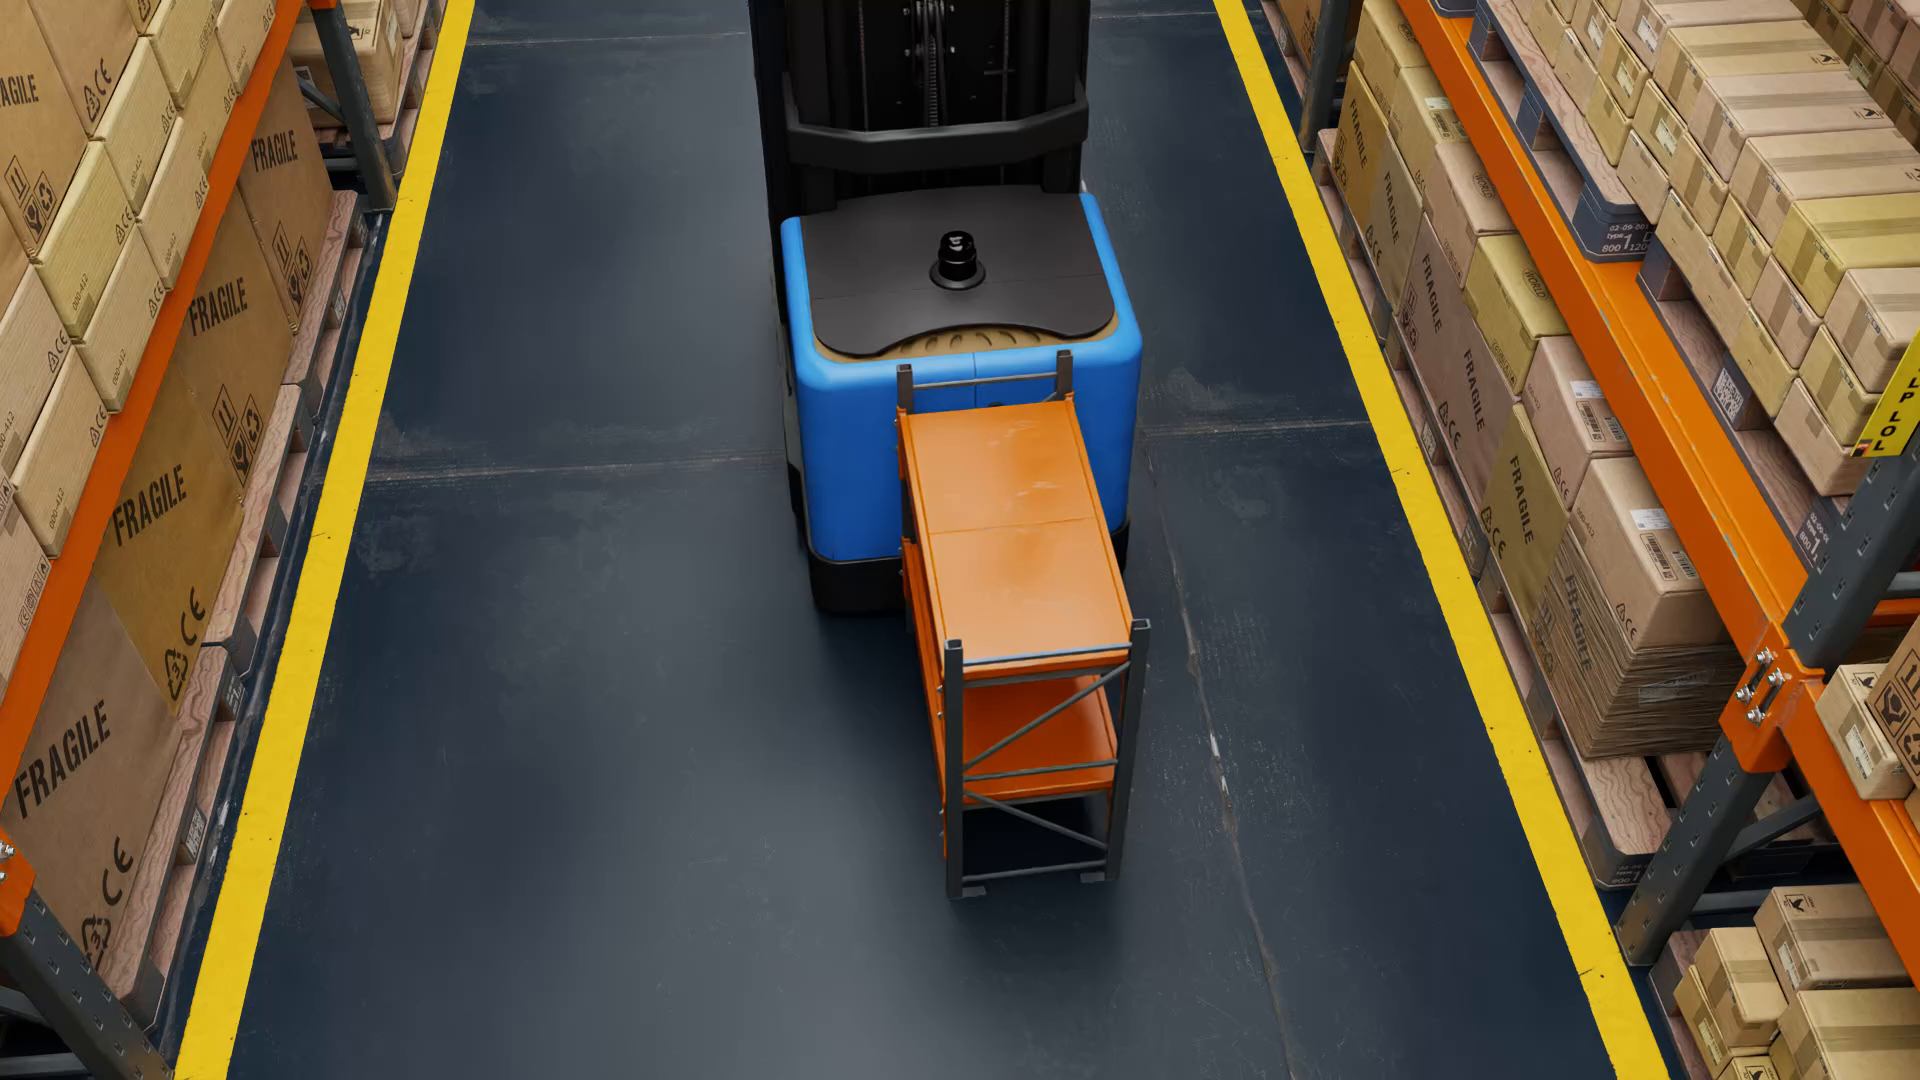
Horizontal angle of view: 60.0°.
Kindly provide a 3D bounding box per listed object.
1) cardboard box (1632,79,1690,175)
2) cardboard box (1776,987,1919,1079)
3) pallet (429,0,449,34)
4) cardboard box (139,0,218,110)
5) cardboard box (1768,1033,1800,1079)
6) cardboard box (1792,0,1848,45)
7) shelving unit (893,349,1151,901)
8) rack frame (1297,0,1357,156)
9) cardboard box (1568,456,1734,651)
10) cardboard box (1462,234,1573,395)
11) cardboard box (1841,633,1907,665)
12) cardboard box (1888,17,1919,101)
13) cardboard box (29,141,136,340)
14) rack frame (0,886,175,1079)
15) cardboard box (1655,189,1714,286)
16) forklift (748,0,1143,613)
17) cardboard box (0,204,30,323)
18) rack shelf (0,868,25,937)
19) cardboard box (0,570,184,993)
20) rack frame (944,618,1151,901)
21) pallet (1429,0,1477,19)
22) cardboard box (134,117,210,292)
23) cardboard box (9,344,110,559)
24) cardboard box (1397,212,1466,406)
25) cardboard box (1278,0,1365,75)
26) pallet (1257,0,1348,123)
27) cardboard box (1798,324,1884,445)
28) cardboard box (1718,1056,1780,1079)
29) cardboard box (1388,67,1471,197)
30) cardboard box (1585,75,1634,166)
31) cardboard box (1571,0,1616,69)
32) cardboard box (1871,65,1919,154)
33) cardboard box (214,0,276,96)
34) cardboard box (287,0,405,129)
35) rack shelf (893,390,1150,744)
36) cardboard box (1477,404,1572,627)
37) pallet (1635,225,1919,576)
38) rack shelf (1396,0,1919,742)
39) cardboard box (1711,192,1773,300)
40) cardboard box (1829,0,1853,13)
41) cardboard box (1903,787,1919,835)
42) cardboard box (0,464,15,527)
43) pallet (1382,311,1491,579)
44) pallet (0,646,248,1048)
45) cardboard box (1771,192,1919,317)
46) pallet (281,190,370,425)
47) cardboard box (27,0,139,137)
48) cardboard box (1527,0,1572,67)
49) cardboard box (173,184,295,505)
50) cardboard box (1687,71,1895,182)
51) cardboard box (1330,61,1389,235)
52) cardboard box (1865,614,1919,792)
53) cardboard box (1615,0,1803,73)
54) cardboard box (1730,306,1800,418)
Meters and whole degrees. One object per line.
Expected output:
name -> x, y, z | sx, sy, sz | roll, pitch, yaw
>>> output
cardboard box -> 2.031, -1.108, 4.413 | 0.380, 0.149, 0.250 | -6, 47, -5
cardboard box -> 2.137, 1.180, 3.831 | 0.380, 0.149, 0.250 | -1, 47, -1
pallet -> -3.072, -2.923, 8.373 | 1.003, 0.211, 1.213 | -3, 47, -3
cardboard box -> -2.505, -1.481, 4.846 | 0.500, 0.250, 0.500 | -5, 47, -4
cardboard box -> 2.172, 1.277, 3.944 | 0.380, 0.149, 0.250 | -3, 47, -3
cardboard box -> 2.643, -1.521, 4.803 | 0.380, 0.149, 0.250 | -4, 47, -4
shelving unit -> 0.141, 0.246, 4.742 | 0.538, 1.125, 1.048 | -6, 47, -5
rack frame -> 2.015, -2.810, 6.345 | 1.000, 3.000, 0.127 | -3, 47, -3
cardboard box -> 2.036, 0.018, 4.583 | 0.500, 0.250, 0.500 | -5, 47, -4
cardboard box -> 1.948, -0.736, 5.297 | 0.500, 0.250, 0.500 | -5, 47, -5
cardboard box -> 2.553, 0.248, 4.881 | 0.500, 0.500, 0.500 | -2, 47, -2
cardboard box -> 2.687, -1.244, 4.337 | 0.380, 0.149, 0.250 | -4, 47, -4
cardboard box -> -2.417, -0.740, 4.144 | 0.500, 0.250, 0.500 | -3, 47, -3
rack frame -> -2.574, 0.458, 3.250 | 1.000, 3.000, 0.127 | -3, 47, -3
cardboard box -> 2.058, -0.799, 4.325 | 0.380, 0.149, 0.250 | -6, 47, -5
forklift -> -0.161, -1.850, 5.483 | 1.130, 2.935, 3.031 | -6, 47, -5
cardboard box -> -2.395, -0.622, 3.516 | 0.500, 0.500, 0.500 | -4, 47, -4
rack shelf -> -2.407, 2.152, 2.141 | 1.077, 0.370, 4.000 | -3, 47, -3
cardboard box -> -2.706, 0.601, 4.289 | 0.875, 0.875, 0.875 | -2, 47, -2
rack frame -> 0.211, 0.612, 4.396 | 0.500, 1.125, 0.032 | -6, 47, -5
pallet -> 2.181, -2.235, 5.933 | 1.213, 0.211, 1.003 | -3, 47, -3
cardboard box -> -2.452, -0.933, 4.671 | 0.500, 0.250, 0.500 | -4, 47, -4
cardboard box -> -2.393, -0.199, 3.976 | 0.500, 0.250, 0.500 | -5, 47, -4
cardboard box -> 1.914, -0.833, 5.905 | 0.500, 0.500, 0.500 | -5, 47, -4
cardboard box -> 2.054, -2.627, 7.432 | 1.050, 0.750, 0.750 | -4, 47, -4
pallet -> 2.024, -2.426, 7.902 | 1.003, 0.211, 1.213 | -3, 47, -3
cardboard box -> 2.120, -0.352, 3.696 | 0.380, 0.149, 0.250 | -2, 47, -2
cardboard box -> 2.083, 1.395, 4.037 | 0.380, 0.149, 0.250 | -2, 47, -2
cardboard box -> 1.874, -1.472, 5.994 | 0.500, 0.250, 0.500 | -4, 47, -4
cardboard box -> 2.007, -1.192, 4.696 | 0.380, 0.149, 0.250 | -2, 47, -2
cardboard box -> 1.991, -1.482, 4.766 | 0.380, 0.149, 0.250 | -2, 47, -2
cardboard box -> 2.683, -1.146, 4.449 | 0.380, 0.149, 0.250 | -2, 47, -2
cardboard box -> -2.549, -1.666, 5.365 | 0.500, 0.250, 0.500 | -3, 47, -3
cardboard box -> -2.946, -2.086, 7.180 | 0.950, 0.372, 0.625 | -6, 47, -6
rack shelf -> 0.141, 0.045, 4.530 | 0.538, 0.278, 1.000 | -6, 47, -5
cardboard box -> 1.995, -0.092, 5.204 | 0.500, 0.500, 0.500 | -4, 47, -4
pallet -> 2.431, -0.412, 4.206 | 1.003, 0.211, 1.213 | -3, 47, -3
rack shelf -> 2.183, -1.116, 5.236 | 1.077, 0.370, 4.000 | -3, 47, -3
cardboard box -> 2.079, -0.722, 4.047 | 0.380, 0.149, 0.250 | -2, 47, -2
cardboard box -> 2.640, -1.622, 4.694 | 0.380, 0.149, 0.250 | -2, 47, -2
cardboard box -> 2.143, 0.578, 3.310 | 0.380, 0.149, 0.250 | -2, 47, -2
cardboard box -> -2.330, 0.002, 3.441 | 0.500, 0.250, 0.500 | -5, 47, -4
pallet -> 2.178, -0.405, 5.988 | 1.003, 0.211, 1.213 | -3, 47, -3
pallet -> -2.714, 0.863, 4.787 | 1.003, 0.211, 1.213 | -3, 47, -3
cardboard box -> 2.099, -0.651, 3.775 | 0.380, 0.149, 0.250 | -5, 47, -4
pallet -> -2.918, -0.902, 6.459 | 1.003, 0.211, 1.213 | -3, 47, -3
cardboard box -> -2.484, -1.359, 4.214 | 0.500, 0.500, 0.500 | -4, 47, -4
cardboard box -> 1.965, -1.573, 5.057 | 0.380, 0.149, 0.250 | -3, 47, -3
cardboard box -> -2.863, -0.699, 5.521 | 0.875, 0.875, 0.875 | -3, 47, -3
cardboard box -> 2.057, -1.028, 4.132 | 0.380, 0.149, 0.250 | -4, 47, -3
cardboard box -> 1.820, -1.568, 6.601 | 0.500, 0.500, 0.500 | -5, 47, -5
cardboard box -> 2.141, 0.321, 3.106 | 0.500, 0.500, 0.500 | -4, 47, -4
cardboard box -> 2.014, -1.400, 4.484 | 0.380, 0.149, 0.250 | -5, 47, -5
cardboard box -> 2.097, -0.437, 3.982 | 0.380, 0.149, 0.250 | -3, 47, -3
